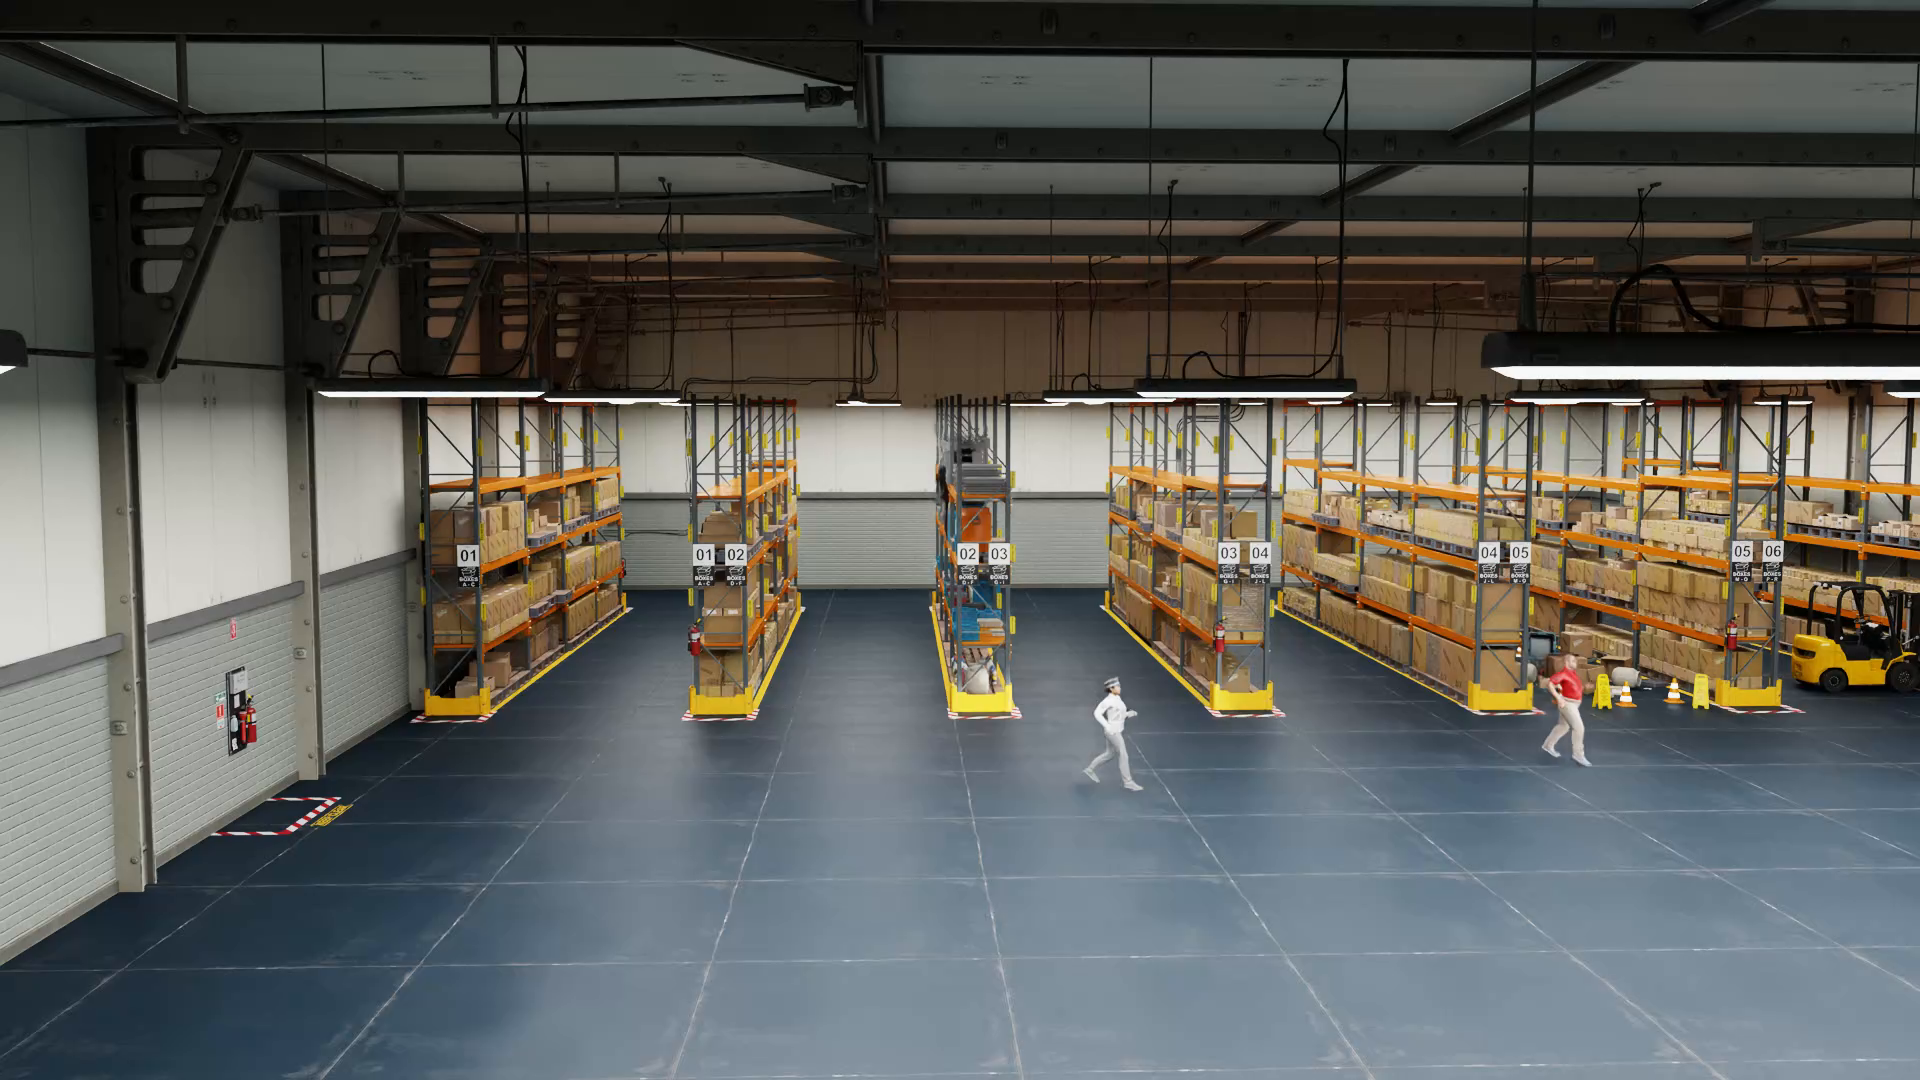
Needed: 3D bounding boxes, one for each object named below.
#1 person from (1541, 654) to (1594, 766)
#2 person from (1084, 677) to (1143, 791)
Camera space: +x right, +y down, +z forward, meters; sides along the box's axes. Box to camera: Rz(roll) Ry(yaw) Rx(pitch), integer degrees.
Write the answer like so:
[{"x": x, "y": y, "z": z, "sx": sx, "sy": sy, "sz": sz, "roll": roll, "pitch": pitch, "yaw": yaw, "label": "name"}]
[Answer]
[{"x": 9.856, "y": 2.738, "z": 26.948, "sx": 0.819, "sy": 1.788, "sz": 0.640, "roll": 3, "pitch": 5, "yaw": 32, "label": "person"}, {"x": 2.315, "y": 2.890, "z": 24.972, "sx": 0.917, "sy": 1.686, "sz": 0.610, "roll": 1, "pitch": 5, "yaw": 17, "label": "person"}]
